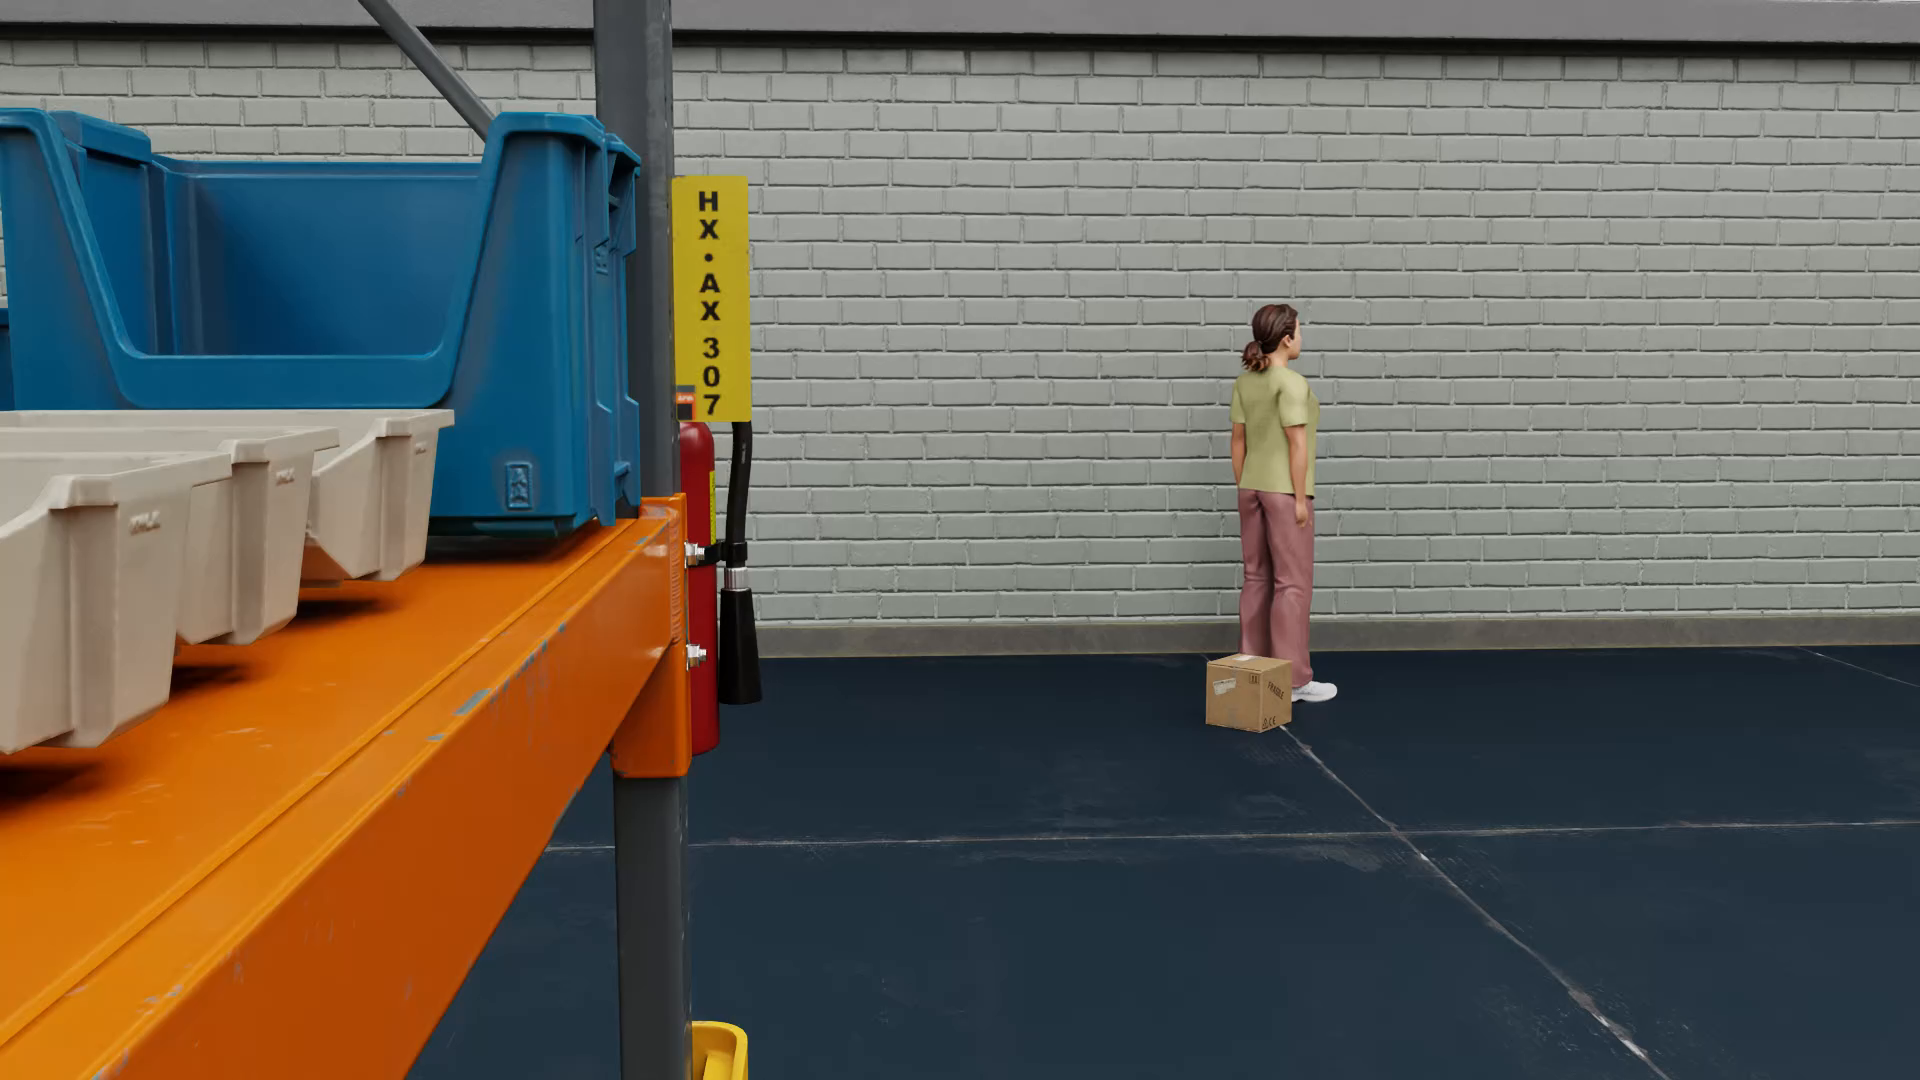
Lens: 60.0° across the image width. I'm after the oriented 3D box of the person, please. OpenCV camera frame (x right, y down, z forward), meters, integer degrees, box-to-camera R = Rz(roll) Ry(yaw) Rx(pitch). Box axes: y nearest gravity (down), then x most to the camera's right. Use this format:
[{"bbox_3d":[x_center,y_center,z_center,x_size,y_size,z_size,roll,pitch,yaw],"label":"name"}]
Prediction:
[{"bbox_3d":[1.355,-0.161,7.084,0.370,1.671,0.435,-4,8,-33],"label":"person"}]
